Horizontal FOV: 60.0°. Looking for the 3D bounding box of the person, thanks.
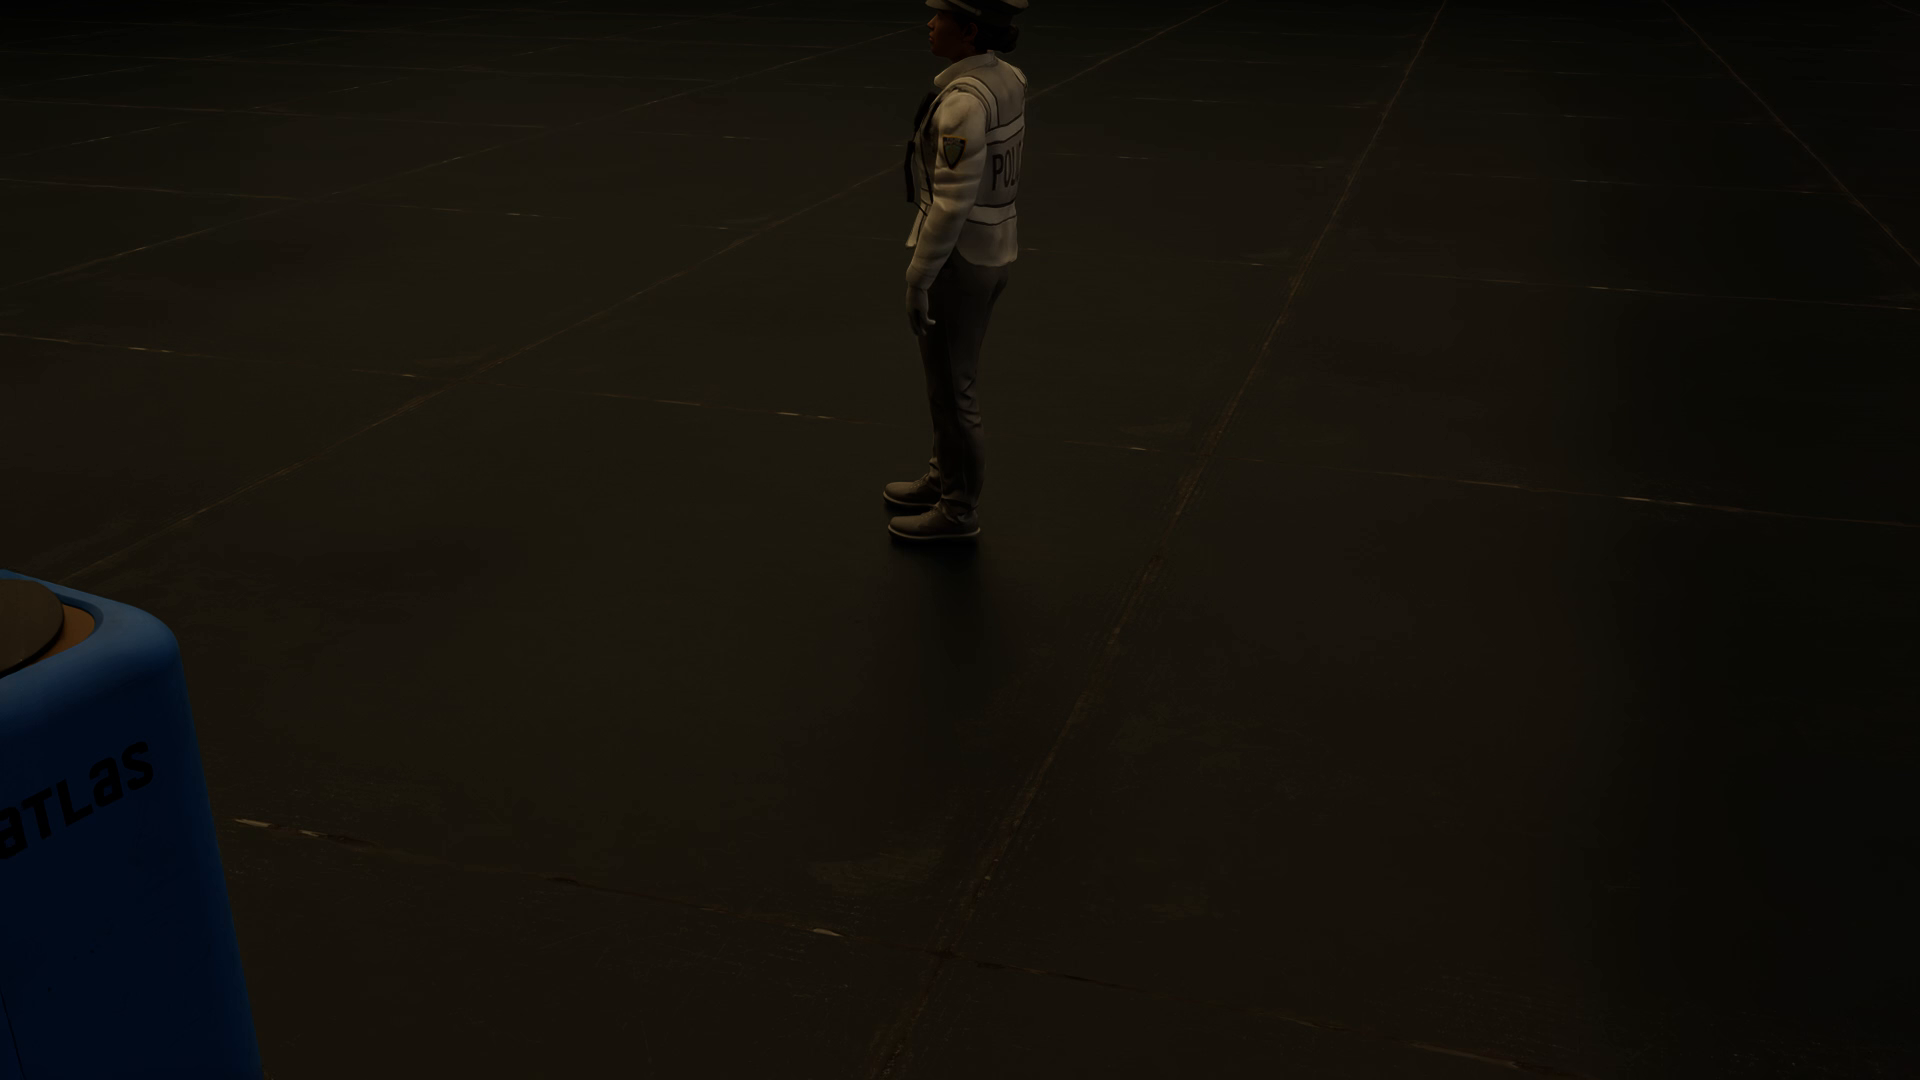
[{"bbox_3d":[-0.064,-0.800,4.819,0.531,1.695,0.587,7,23,16],"label":"person"}]
